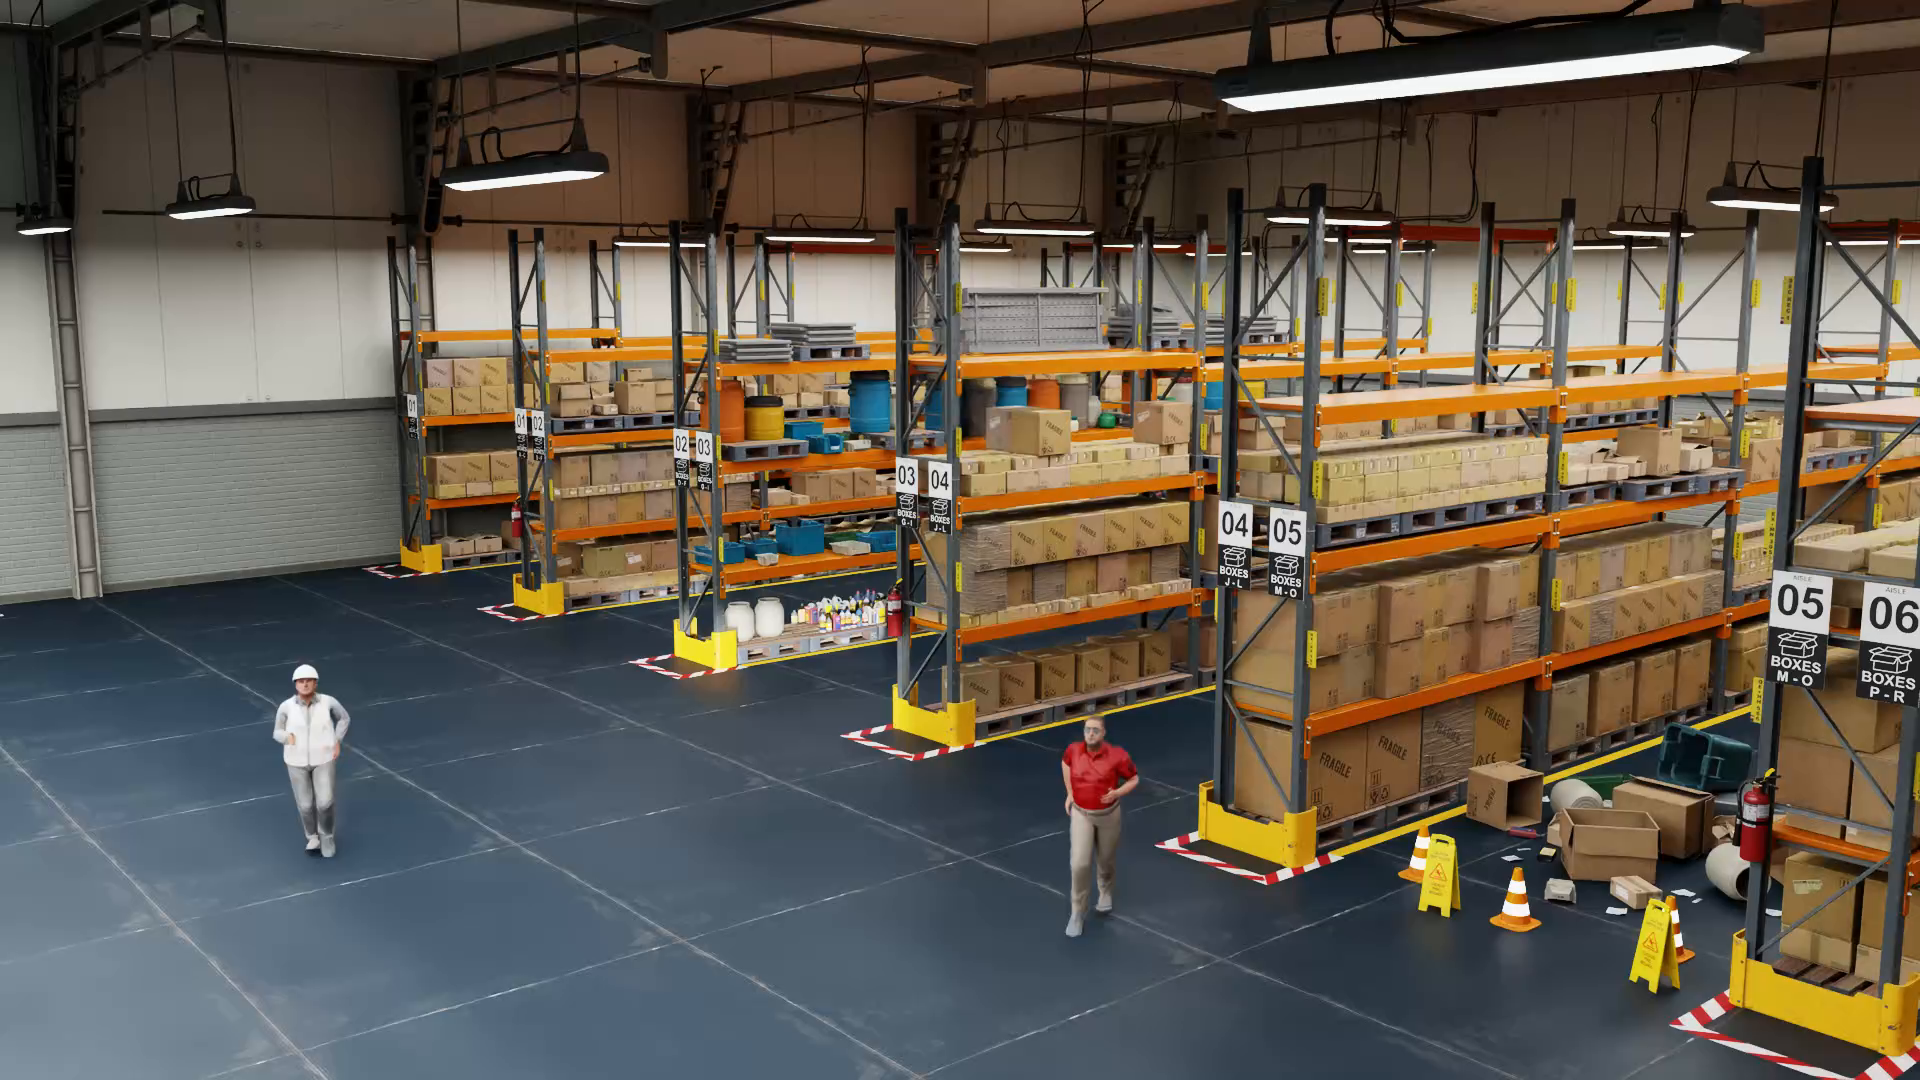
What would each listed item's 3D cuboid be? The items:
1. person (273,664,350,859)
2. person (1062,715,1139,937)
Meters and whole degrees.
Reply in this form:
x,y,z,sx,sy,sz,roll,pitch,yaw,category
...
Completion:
x,y,z,sx,sy,sz,roll,pitch,yaw,category
-5.836,2.017,14.983,0.640,1.789,0.669,-2,9,-15,person
1.120,2.278,13.432,0.650,1.796,0.793,2,9,11,person
